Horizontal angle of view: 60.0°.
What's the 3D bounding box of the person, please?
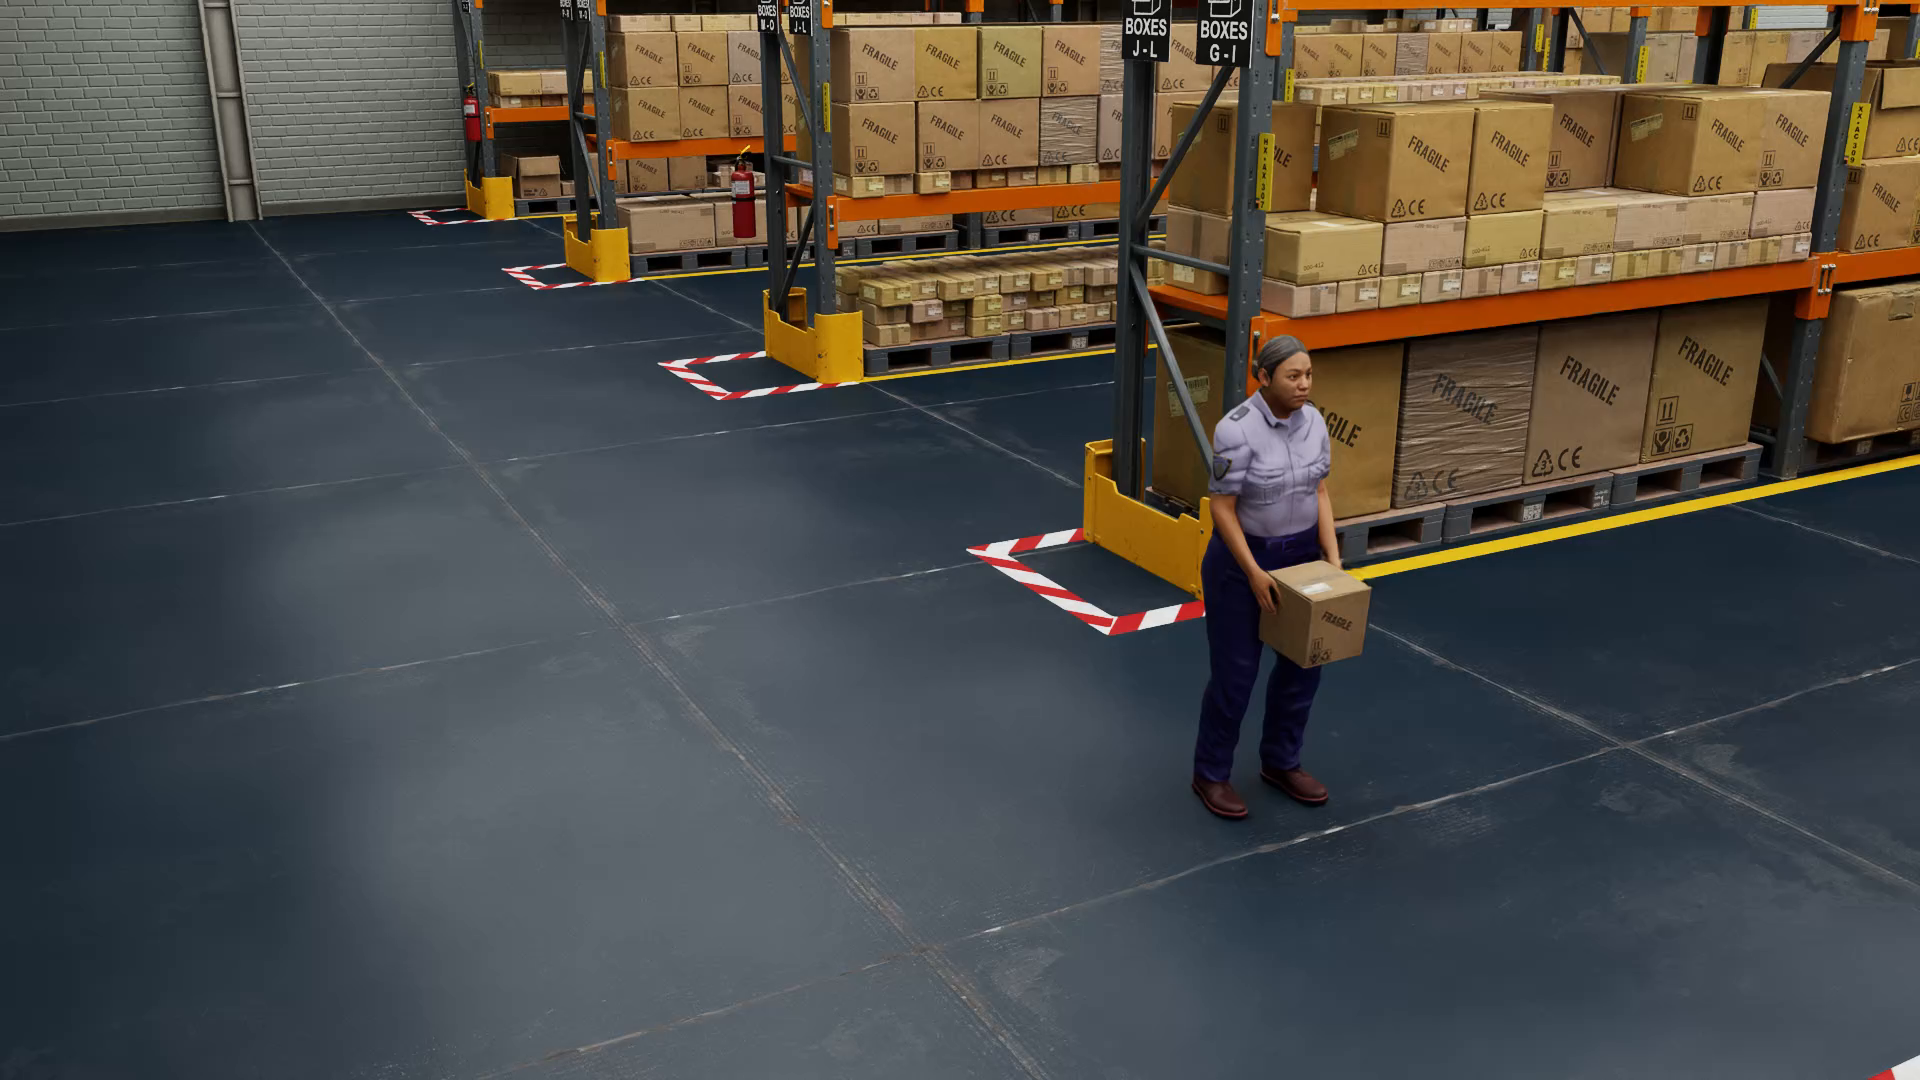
[{"bbox_3d":[1.080,0.120,5.708,0.510,1.656,0.386,-10,21,-28],"label":"person"}]
